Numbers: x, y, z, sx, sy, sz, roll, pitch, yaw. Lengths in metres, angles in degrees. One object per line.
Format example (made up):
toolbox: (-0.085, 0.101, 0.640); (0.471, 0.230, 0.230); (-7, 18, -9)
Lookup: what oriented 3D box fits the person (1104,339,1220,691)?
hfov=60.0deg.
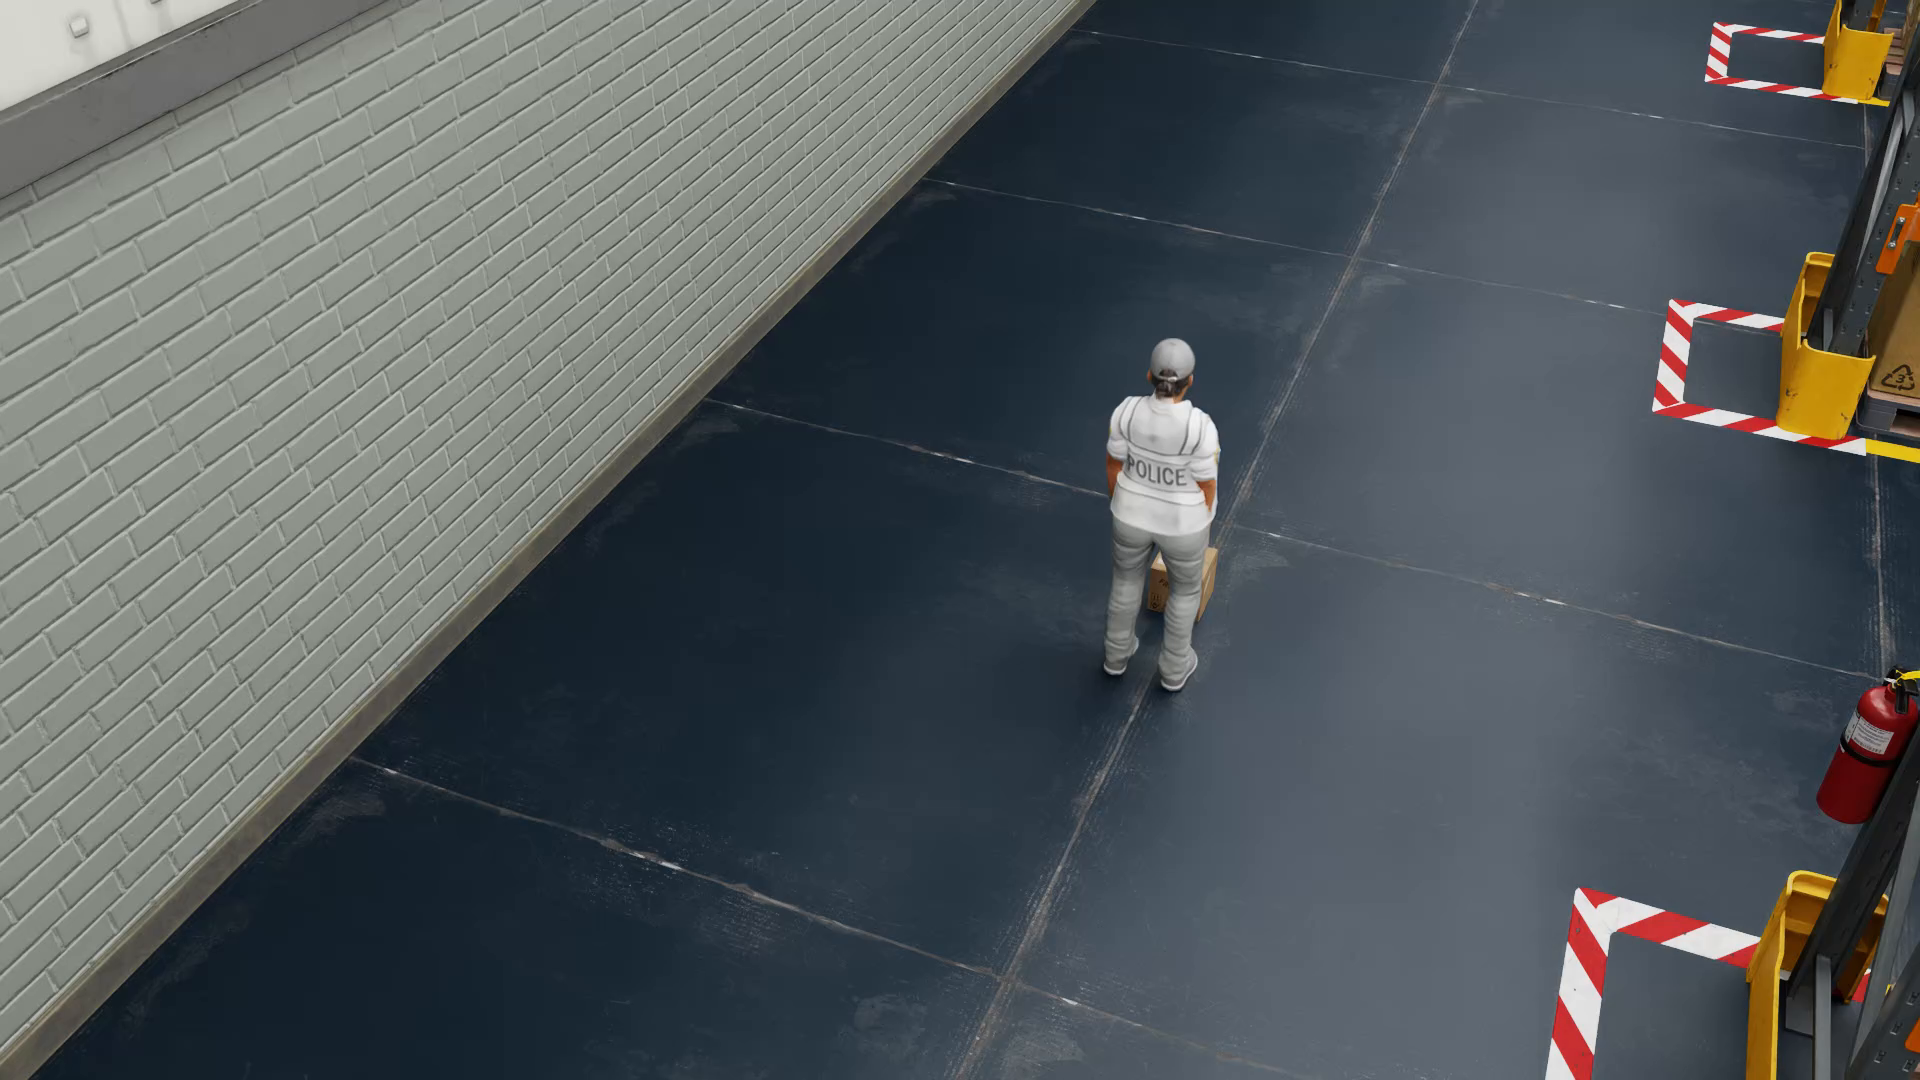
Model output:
person: (0.831, -0.104, 6.960); (0.470, 1.658, 0.390); (15, 40, 18)
